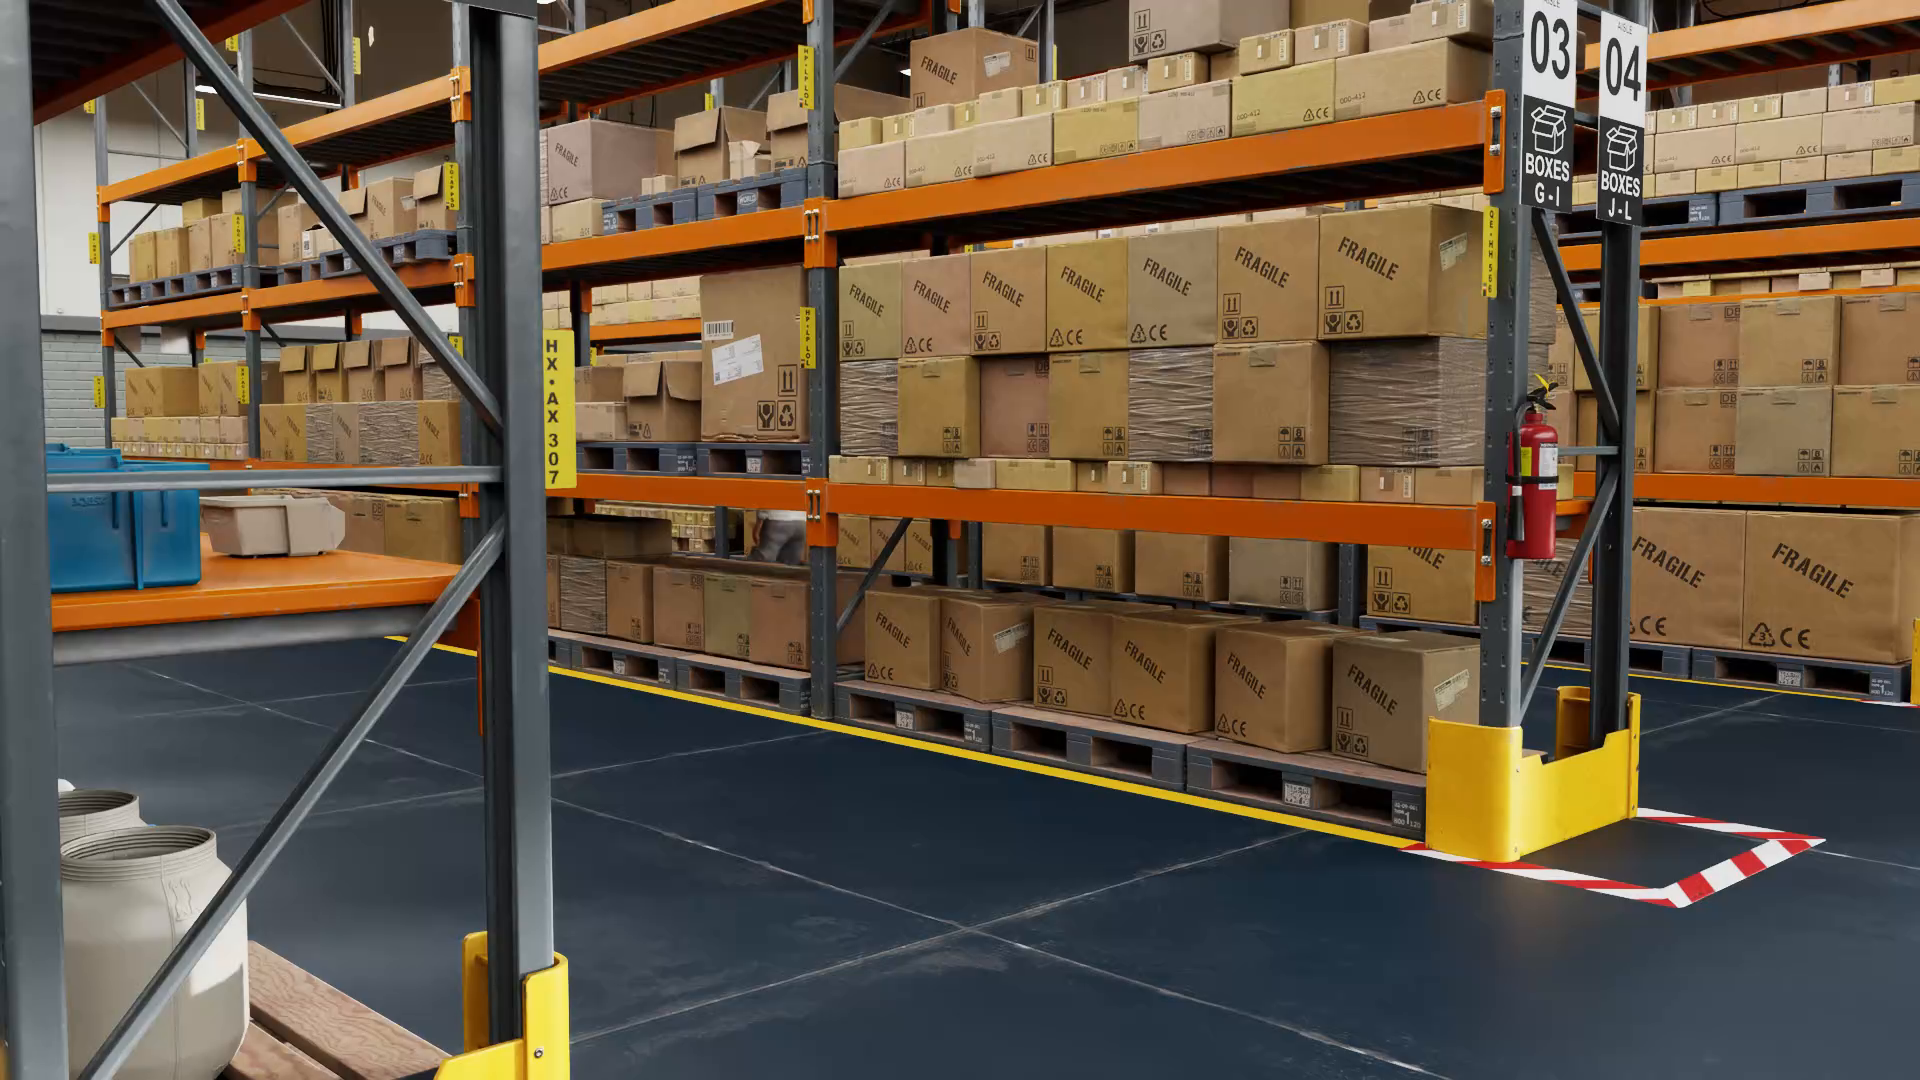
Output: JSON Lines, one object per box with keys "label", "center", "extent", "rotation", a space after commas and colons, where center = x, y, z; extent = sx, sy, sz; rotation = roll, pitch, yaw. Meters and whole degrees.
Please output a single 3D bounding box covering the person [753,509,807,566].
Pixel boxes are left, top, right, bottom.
{"label": "person", "center": [-1.319, -0.097, 12.382], "extent": [0.546, 1.837, 0.490], "rotation": [-4, 5, -43]}
